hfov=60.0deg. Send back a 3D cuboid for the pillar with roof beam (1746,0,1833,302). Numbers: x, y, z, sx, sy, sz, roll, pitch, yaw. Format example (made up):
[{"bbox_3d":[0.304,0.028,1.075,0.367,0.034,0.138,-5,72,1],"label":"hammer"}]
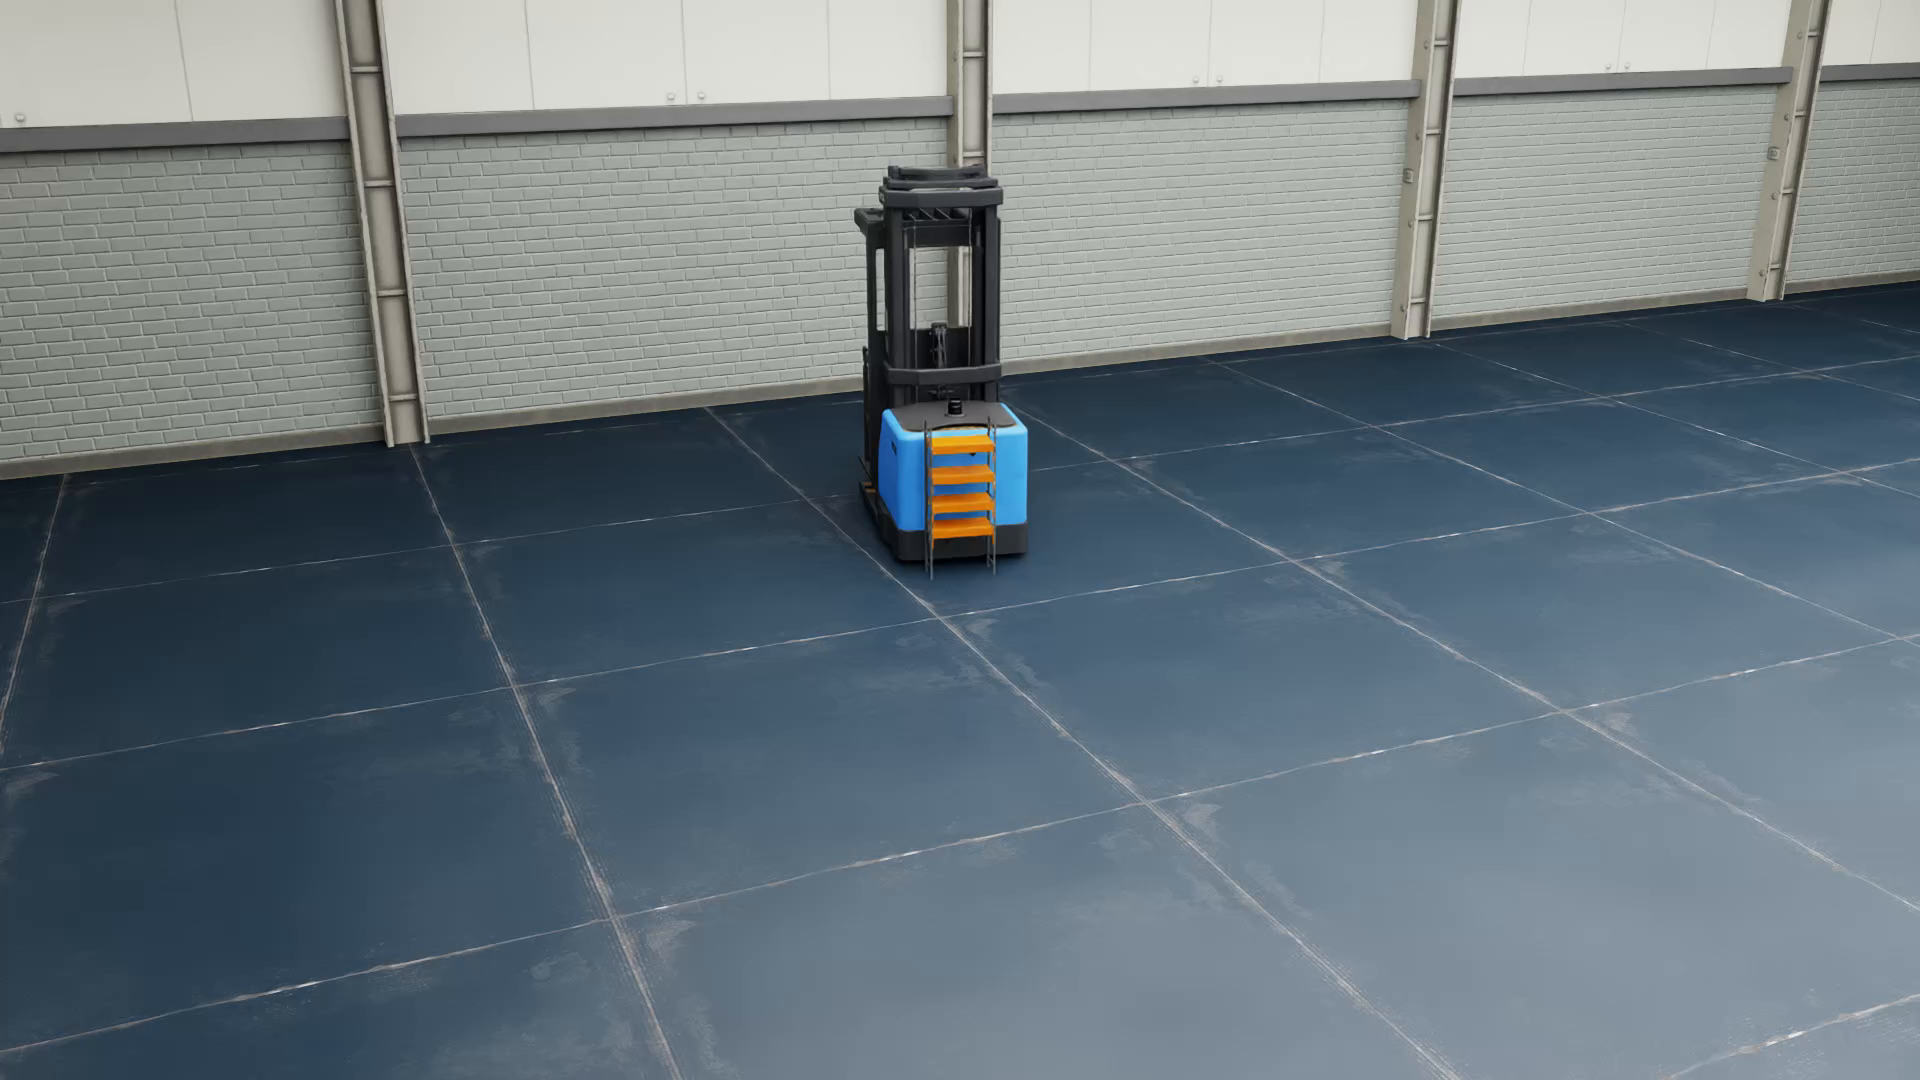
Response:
[{"bbox_3d":[12.825,-6.270,17.781,0.400,9.000,9.100,-8,21,-22],"label":"pillar with roof beam"}]

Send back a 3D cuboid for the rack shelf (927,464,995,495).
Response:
[{"bbox_3d":[0.001,-0.462,12.556,0.480,0.148,0.258,-4,20,-11],"label":"rack shelf"}]

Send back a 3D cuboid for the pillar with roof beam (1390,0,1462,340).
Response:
[{"bbox_3d":[7.315,-5.481,15.539,0.400,9.000,9.100,-8,21,-22],"label":"pillar with roof beam"}]

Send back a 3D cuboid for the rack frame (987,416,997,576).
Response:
[{"bbox_3d":[0.240,-0.331,12.655,0.015,1.200,0.240,-4,20,-11],"label":"rack frame"}]

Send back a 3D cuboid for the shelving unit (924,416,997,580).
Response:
[{"bbox_3d":[0.001,-0.315,12.608,0.503,1.200,0.258,-4,20,-11],"label":"shelving unit"}]

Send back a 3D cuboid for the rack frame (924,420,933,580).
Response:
[{"bbox_3d":[-0.238,-0.298,12.562,0.015,1.200,0.240,-4,20,-11],"label":"rack frame"}]

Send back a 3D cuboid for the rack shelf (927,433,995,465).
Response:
[{"bbox_3d":[0.001,-0.685,12.477,0.480,0.148,0.258,-4,20,-11],"label":"rack shelf"}]

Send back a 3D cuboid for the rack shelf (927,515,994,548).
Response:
[{"bbox_3d":[0.001,-0.064,12.697,0.480,0.148,0.258,-4,20,-11],"label":"rack shelf"}]

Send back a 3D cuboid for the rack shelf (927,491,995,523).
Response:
[{"bbox_3d":[0.001,-0.251,12.631,0.480,0.148,0.258,-4,20,-11],"label":"rack shelf"}]

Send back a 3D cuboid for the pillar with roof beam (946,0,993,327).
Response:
[{"bbox_3d":[1.806,-4.692,13.298,0.400,9.000,9.100,-8,21,-22],"label":"pillar with roof beam"}]

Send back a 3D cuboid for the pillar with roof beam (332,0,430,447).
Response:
[{"bbox_3d":[-3.703,-3.903,11.056,0.400,9.000,9.100,-8,21,-22],"label":"pillar with roof beam"}]

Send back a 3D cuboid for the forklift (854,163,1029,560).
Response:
[{"bbox_3d":[-0.263,-1.677,13.871,1.130,2.935,3.031,-4,20,-11],"label":"forklift"}]
